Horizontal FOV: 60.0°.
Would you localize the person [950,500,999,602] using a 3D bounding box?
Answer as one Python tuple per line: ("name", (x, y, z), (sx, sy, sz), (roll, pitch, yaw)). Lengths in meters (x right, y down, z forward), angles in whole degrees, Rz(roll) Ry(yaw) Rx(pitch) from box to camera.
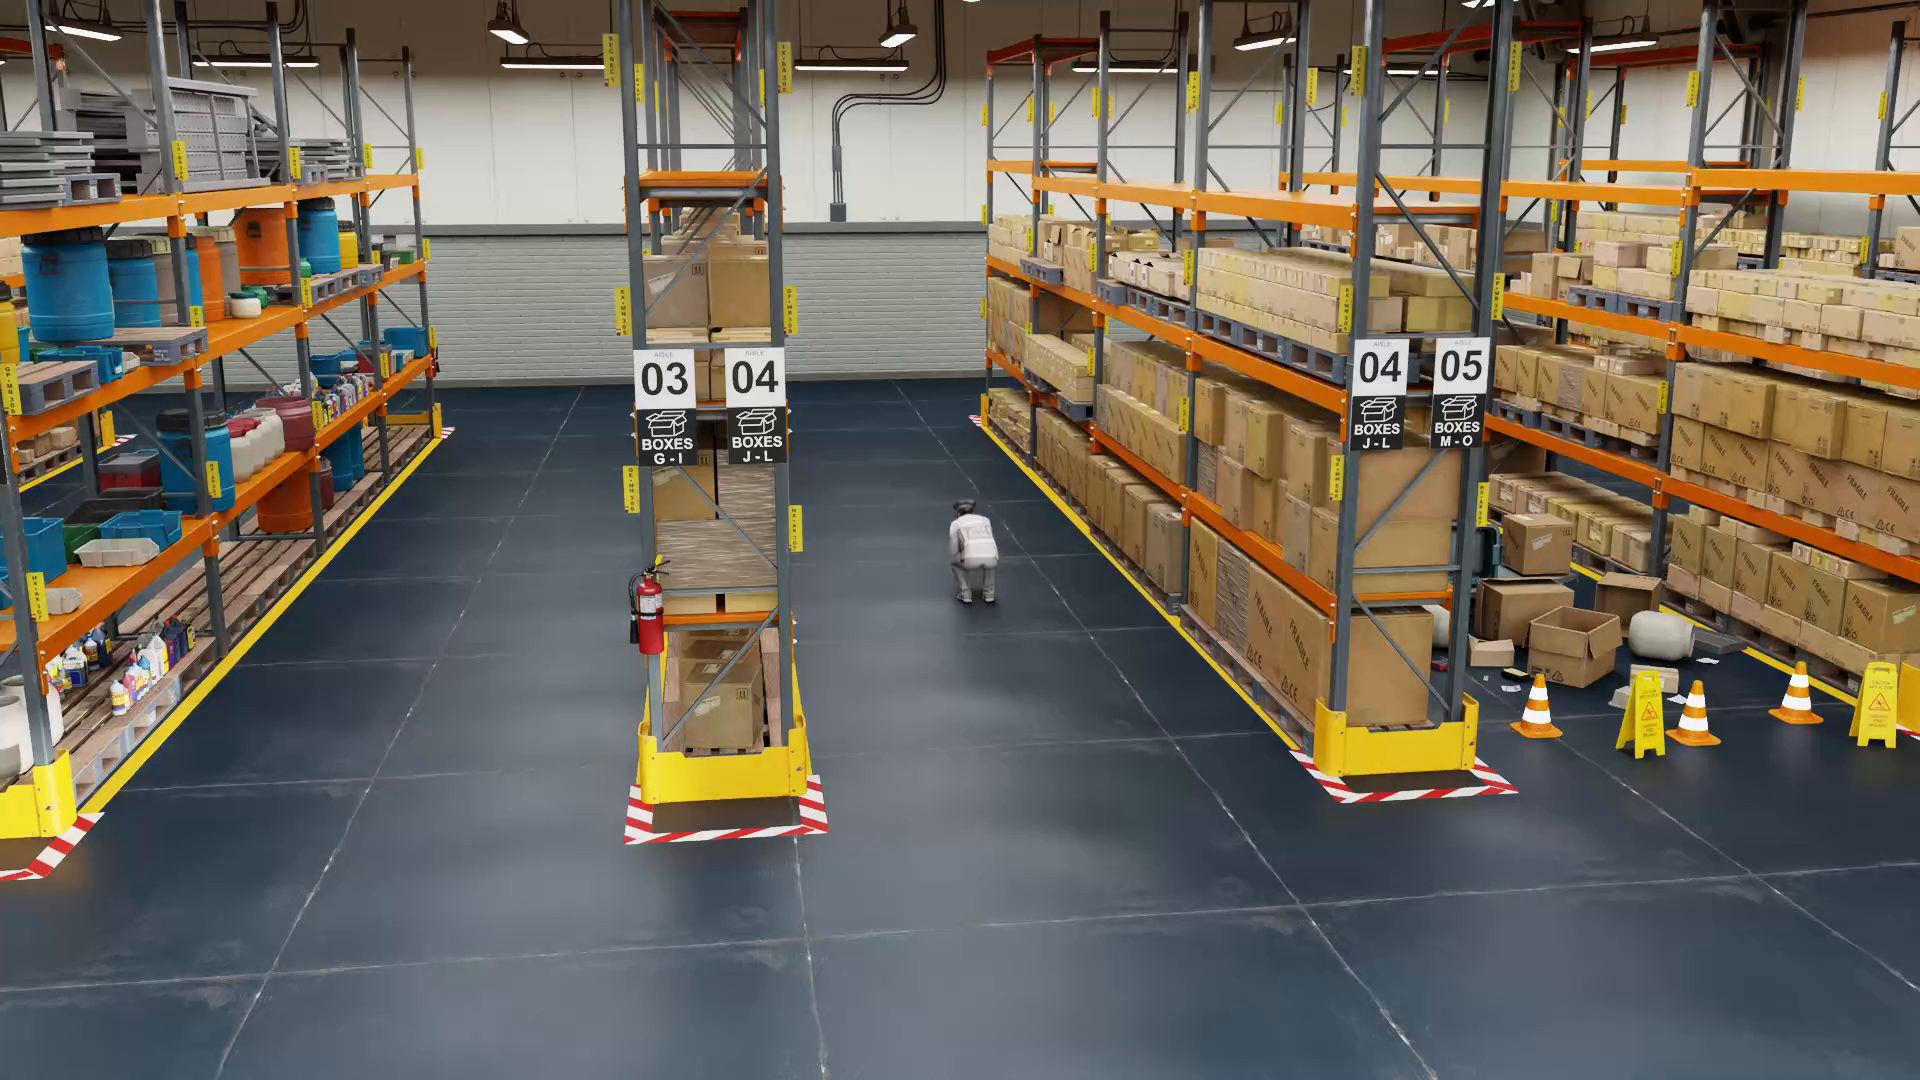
("person", (0.138, 0.111, 17.040), (0.464, 0.980, 0.851), (-2, 13, -10))
